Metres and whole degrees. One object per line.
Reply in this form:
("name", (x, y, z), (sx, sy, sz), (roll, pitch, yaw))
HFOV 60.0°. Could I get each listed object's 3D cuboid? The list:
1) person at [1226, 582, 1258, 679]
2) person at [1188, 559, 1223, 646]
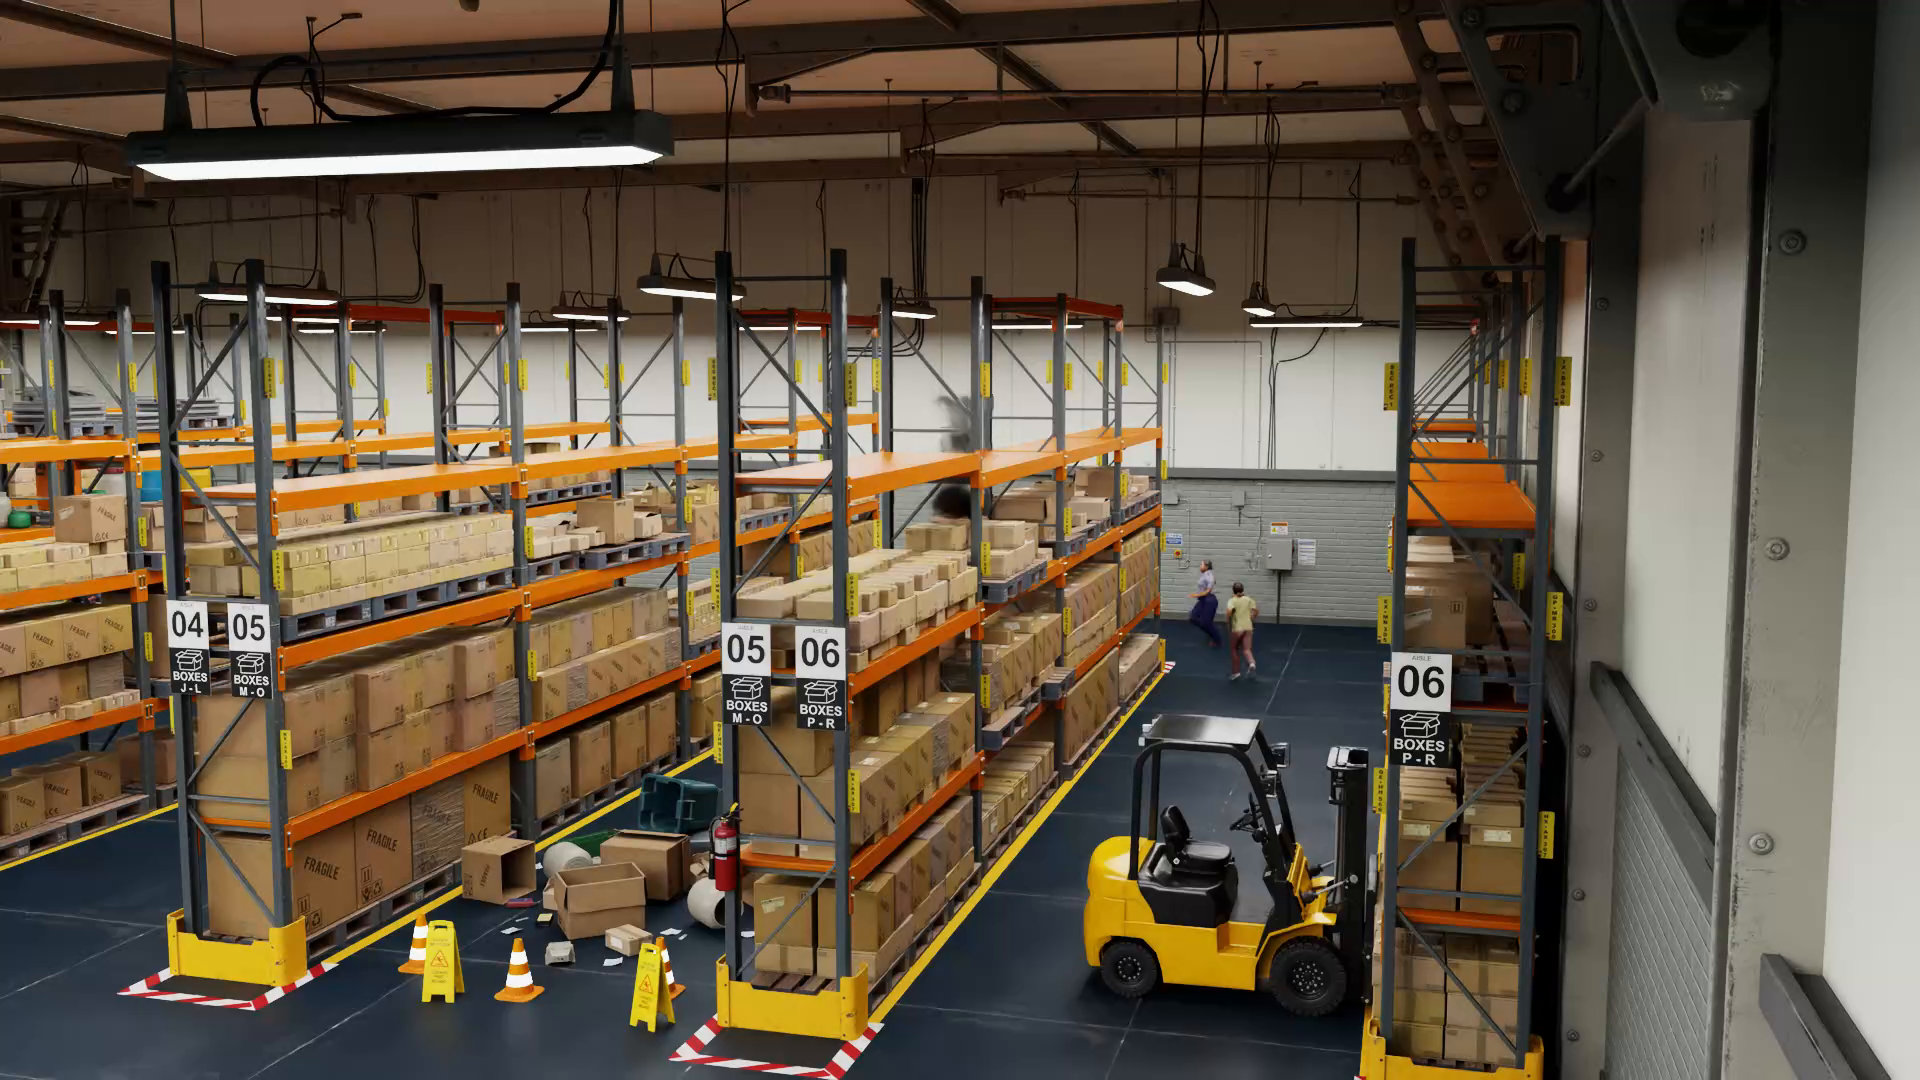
("person", (4.557, 1.525, 26.846), (0.579, 1.658, 1.060), (-1, 6, -9))
("person", (4.476, 1.150, 30.436), (0.645, 1.588, 0.586), (-1, 6, -6))
